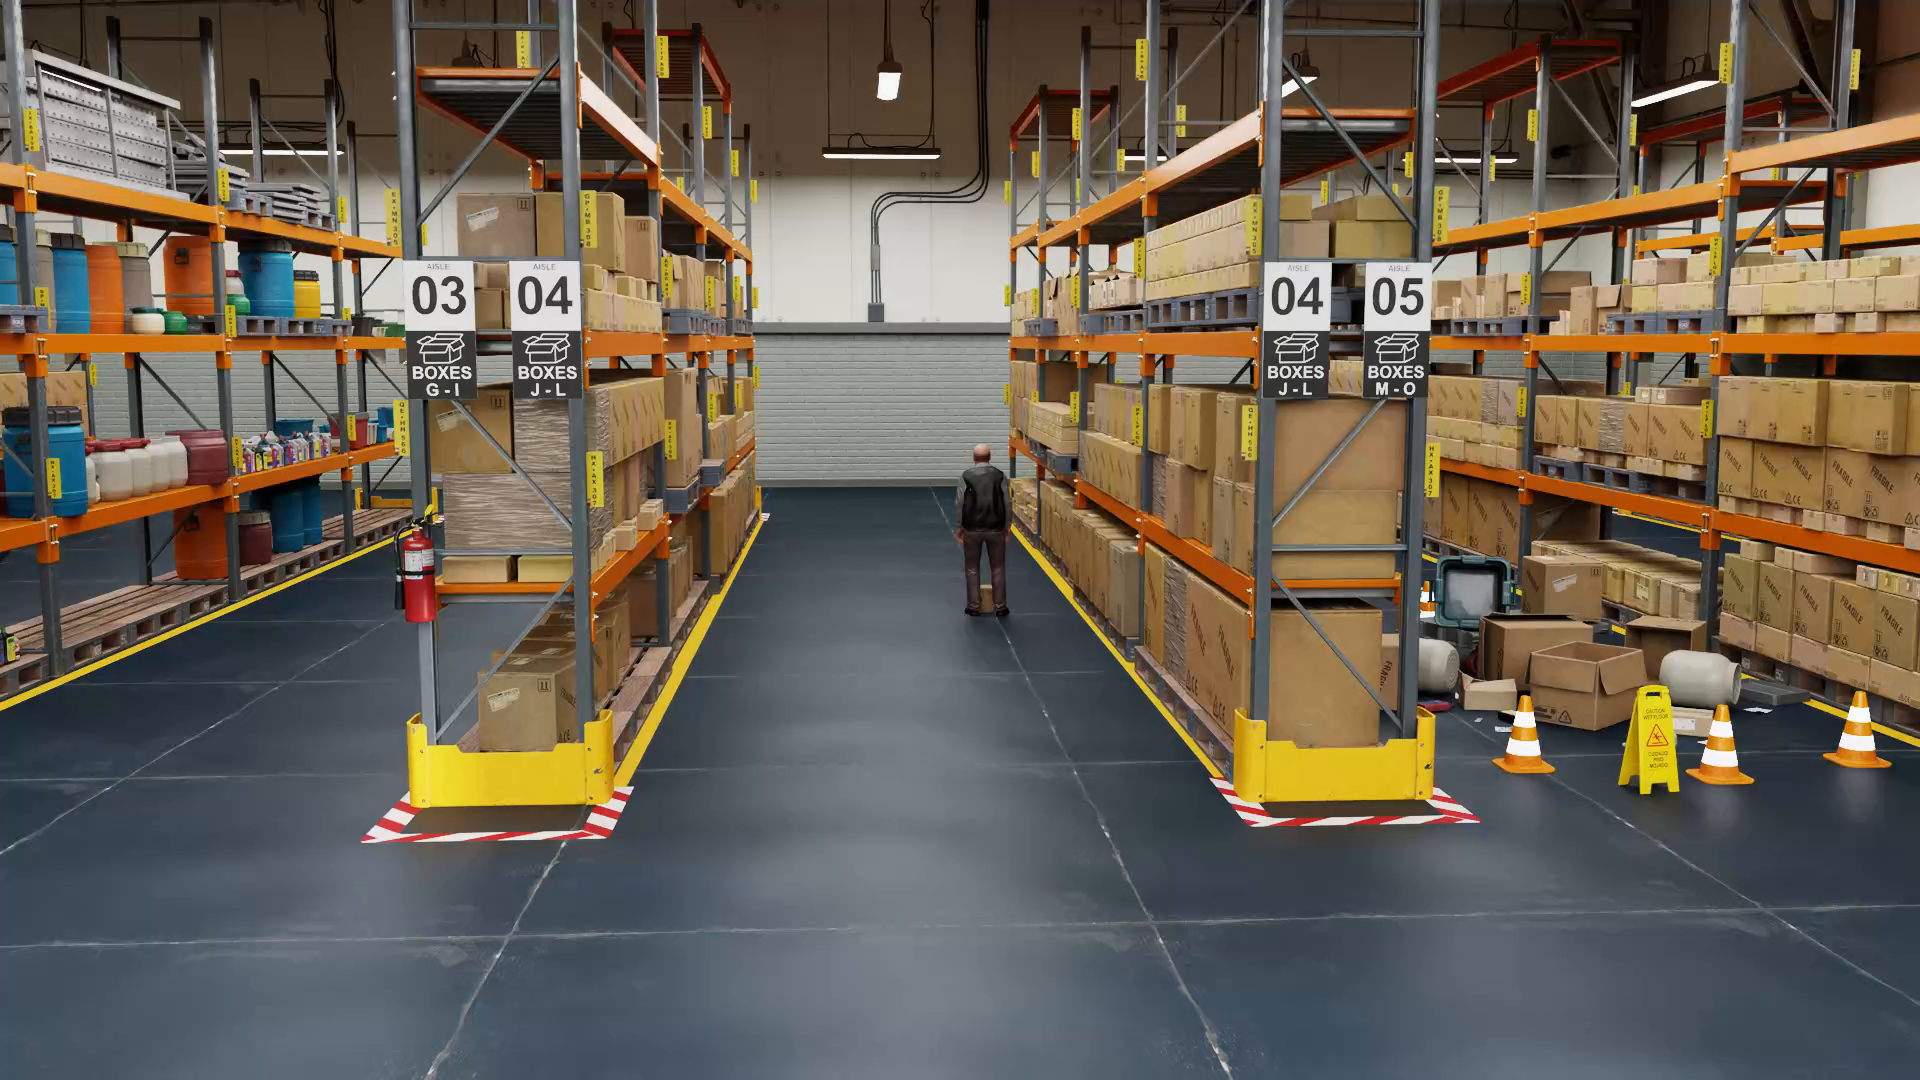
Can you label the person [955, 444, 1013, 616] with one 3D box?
[{"bbox_3d":[0.237,-0.098,16.668,0.579,1.720,0.468,-1,7,-4],"label":"person"}]
